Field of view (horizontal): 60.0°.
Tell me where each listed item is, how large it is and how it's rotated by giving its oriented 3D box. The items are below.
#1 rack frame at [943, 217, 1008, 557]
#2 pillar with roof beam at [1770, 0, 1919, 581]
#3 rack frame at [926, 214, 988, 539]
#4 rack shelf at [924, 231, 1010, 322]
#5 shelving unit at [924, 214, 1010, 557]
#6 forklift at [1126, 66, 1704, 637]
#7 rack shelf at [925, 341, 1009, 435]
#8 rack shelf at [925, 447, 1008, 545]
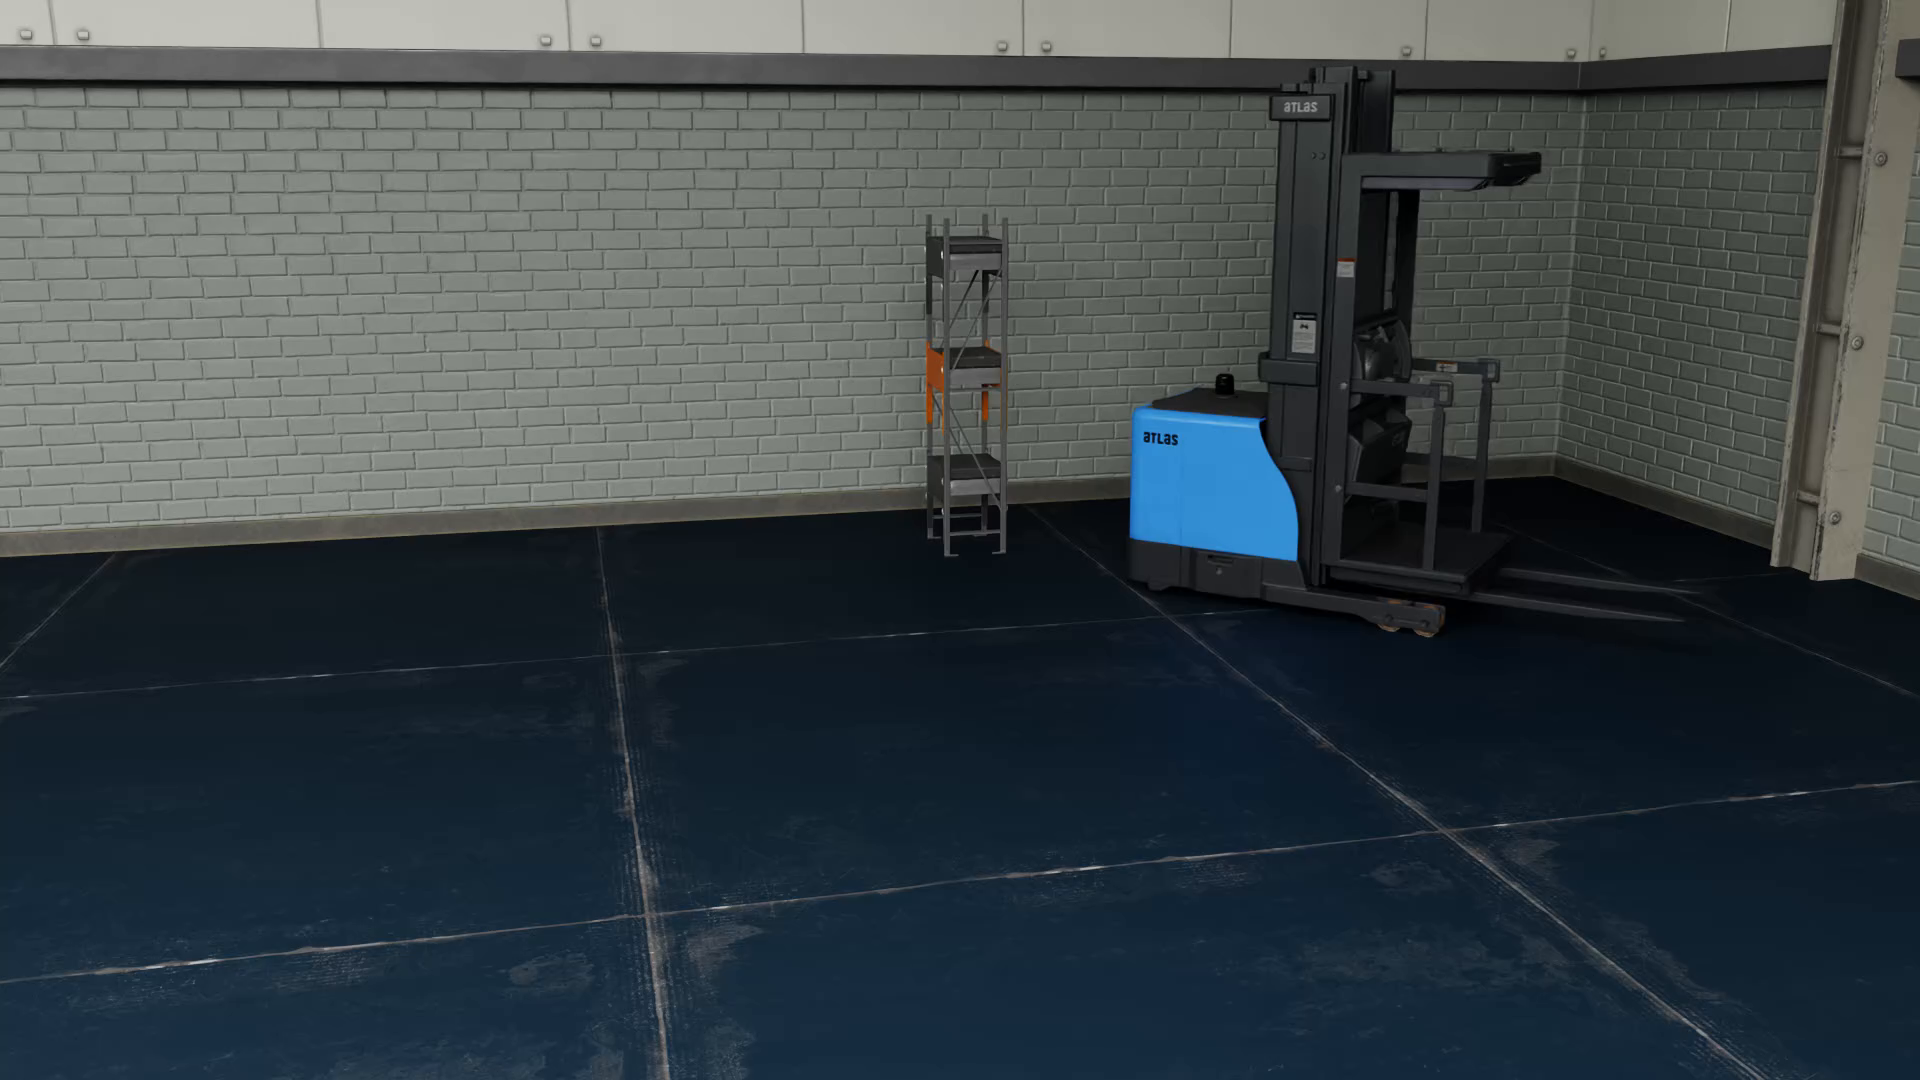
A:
[{"bbox_3d":[0.096,-0.926,10.291,0.400,2.100,0.015,-3,14,-13],"label":"rack frame"},{"bbox_3d":[1.025,-3.942,8.101,9.100,9.000,0.400,-3,14,-13],"label":"pillar with roof beam"},{"bbox_3d":[-0.018,-1.038,10.752,0.400,2.100,0.015,-3,14,-13],"label":"rack frame"},{"bbox_3d":[0.039,-1.649,10.359,0.431,0.518,0.480,-3,14,-13],"label":"rack shelf"},{"bbox_3d":[0.039,-0.982,10.522,0.431,2.100,0.503,-3,14,-13],"label":"shelving unit"},{"bbox_3d":[2.500,-1.053,9.060,3.031,2.935,1.130,8,16,30],"label":"forklift"},{"bbox_3d":[0.039,-0.969,10.525,0.431,0.518,0.480,-3,14,-13],"label":"rack shelf"},{"bbox_3d":[0.039,-0.289,10.691,0.431,0.518,0.480,-3,14,-13],"label":"rack shelf"}]
